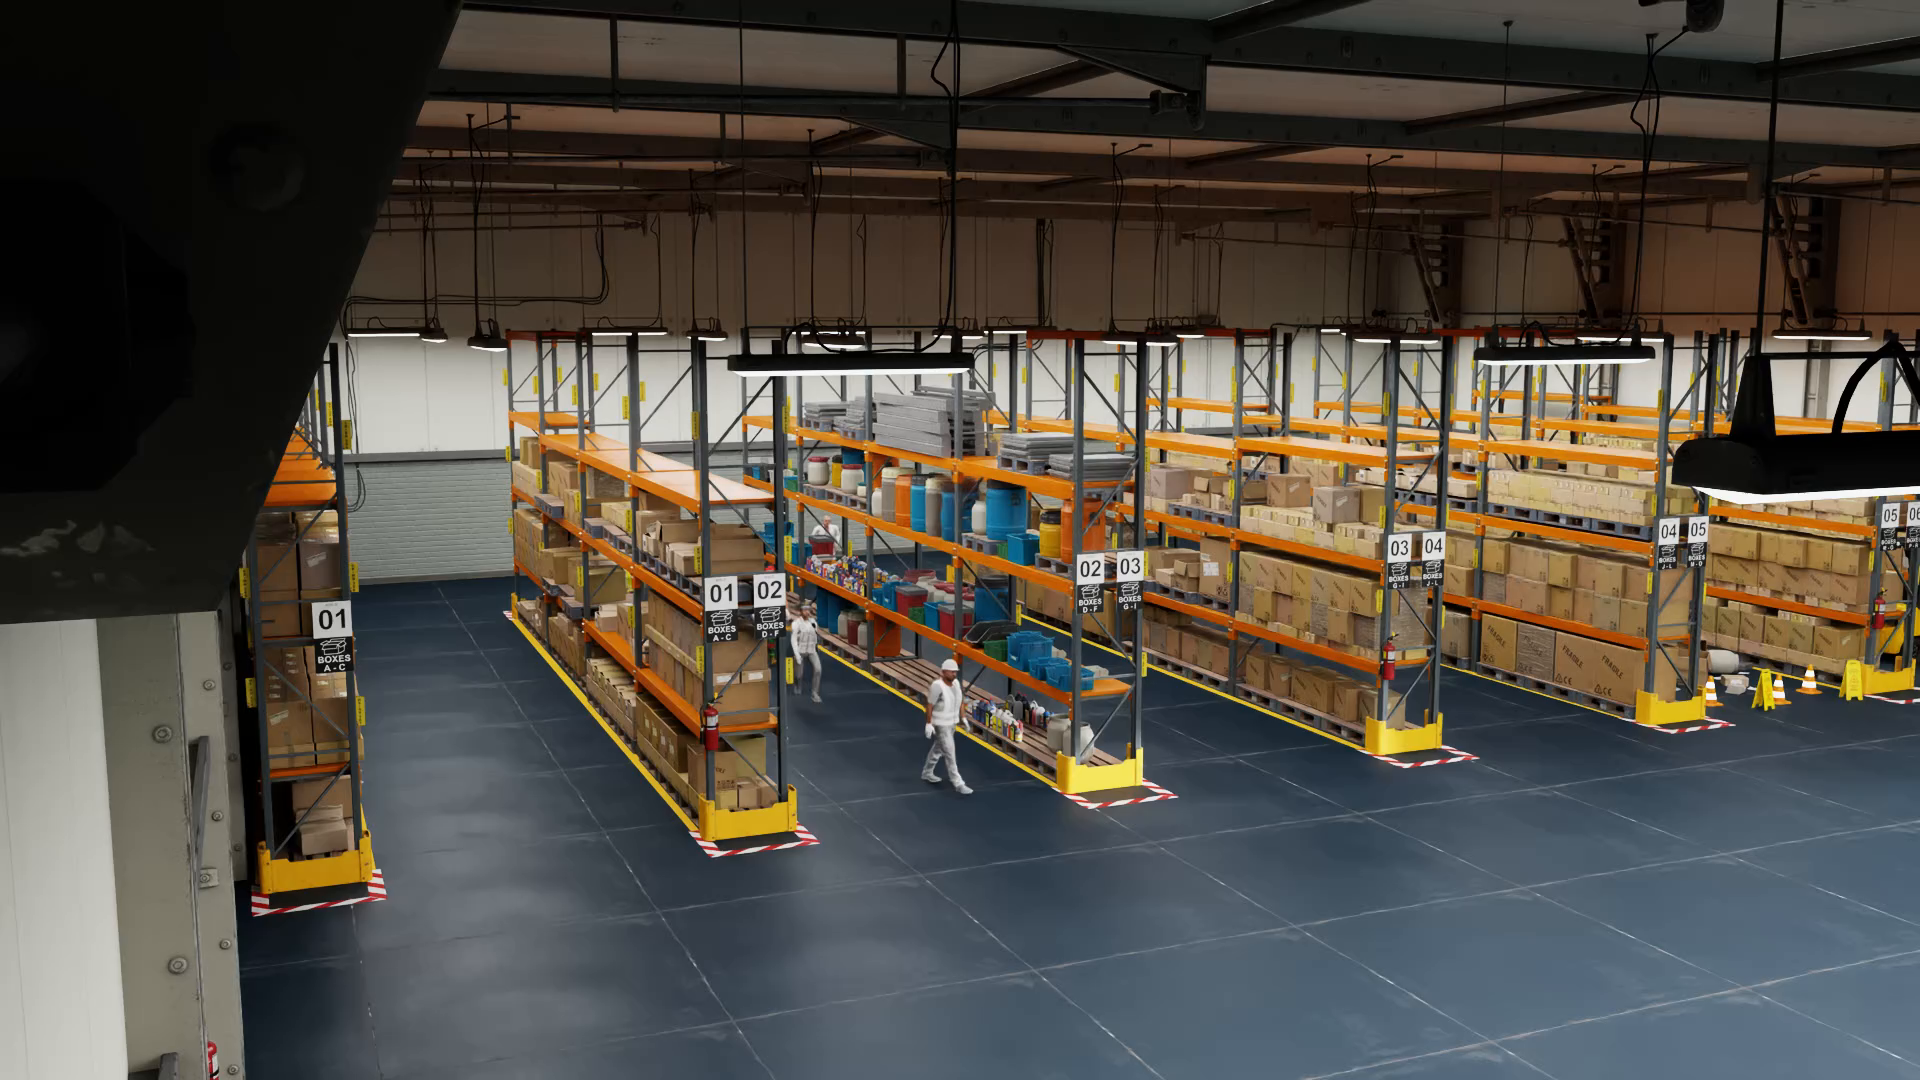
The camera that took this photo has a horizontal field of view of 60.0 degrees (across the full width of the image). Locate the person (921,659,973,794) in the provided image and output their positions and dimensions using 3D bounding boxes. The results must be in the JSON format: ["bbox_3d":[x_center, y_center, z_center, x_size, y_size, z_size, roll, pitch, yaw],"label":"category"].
[{"bbox_3d":[-0.136,2.439,22.156,0.993,1.725,0.574,5,9,32],"label":"person"}]

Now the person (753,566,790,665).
[{"bbox_3d":[-3.397,1.336,30.227,0.600,1.721,1.050,-4,9,-27],"label":"person"}]

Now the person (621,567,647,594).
[{"bbox_3d":[-6.531,1.007,33.123,0.708,1.666,0.696,-2,8,-14],"label":"person"}]

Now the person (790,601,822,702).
[{"bbox_3d":[-2.447,1.733,26.226,0.475,1.562,1.057,-2,8,-14],"label":"person"}]

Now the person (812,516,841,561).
[{"bbox_3d":[-3.126,0.248,38.692,0.743,1.683,0.663,-2,8,-16],"label":"person"}]
